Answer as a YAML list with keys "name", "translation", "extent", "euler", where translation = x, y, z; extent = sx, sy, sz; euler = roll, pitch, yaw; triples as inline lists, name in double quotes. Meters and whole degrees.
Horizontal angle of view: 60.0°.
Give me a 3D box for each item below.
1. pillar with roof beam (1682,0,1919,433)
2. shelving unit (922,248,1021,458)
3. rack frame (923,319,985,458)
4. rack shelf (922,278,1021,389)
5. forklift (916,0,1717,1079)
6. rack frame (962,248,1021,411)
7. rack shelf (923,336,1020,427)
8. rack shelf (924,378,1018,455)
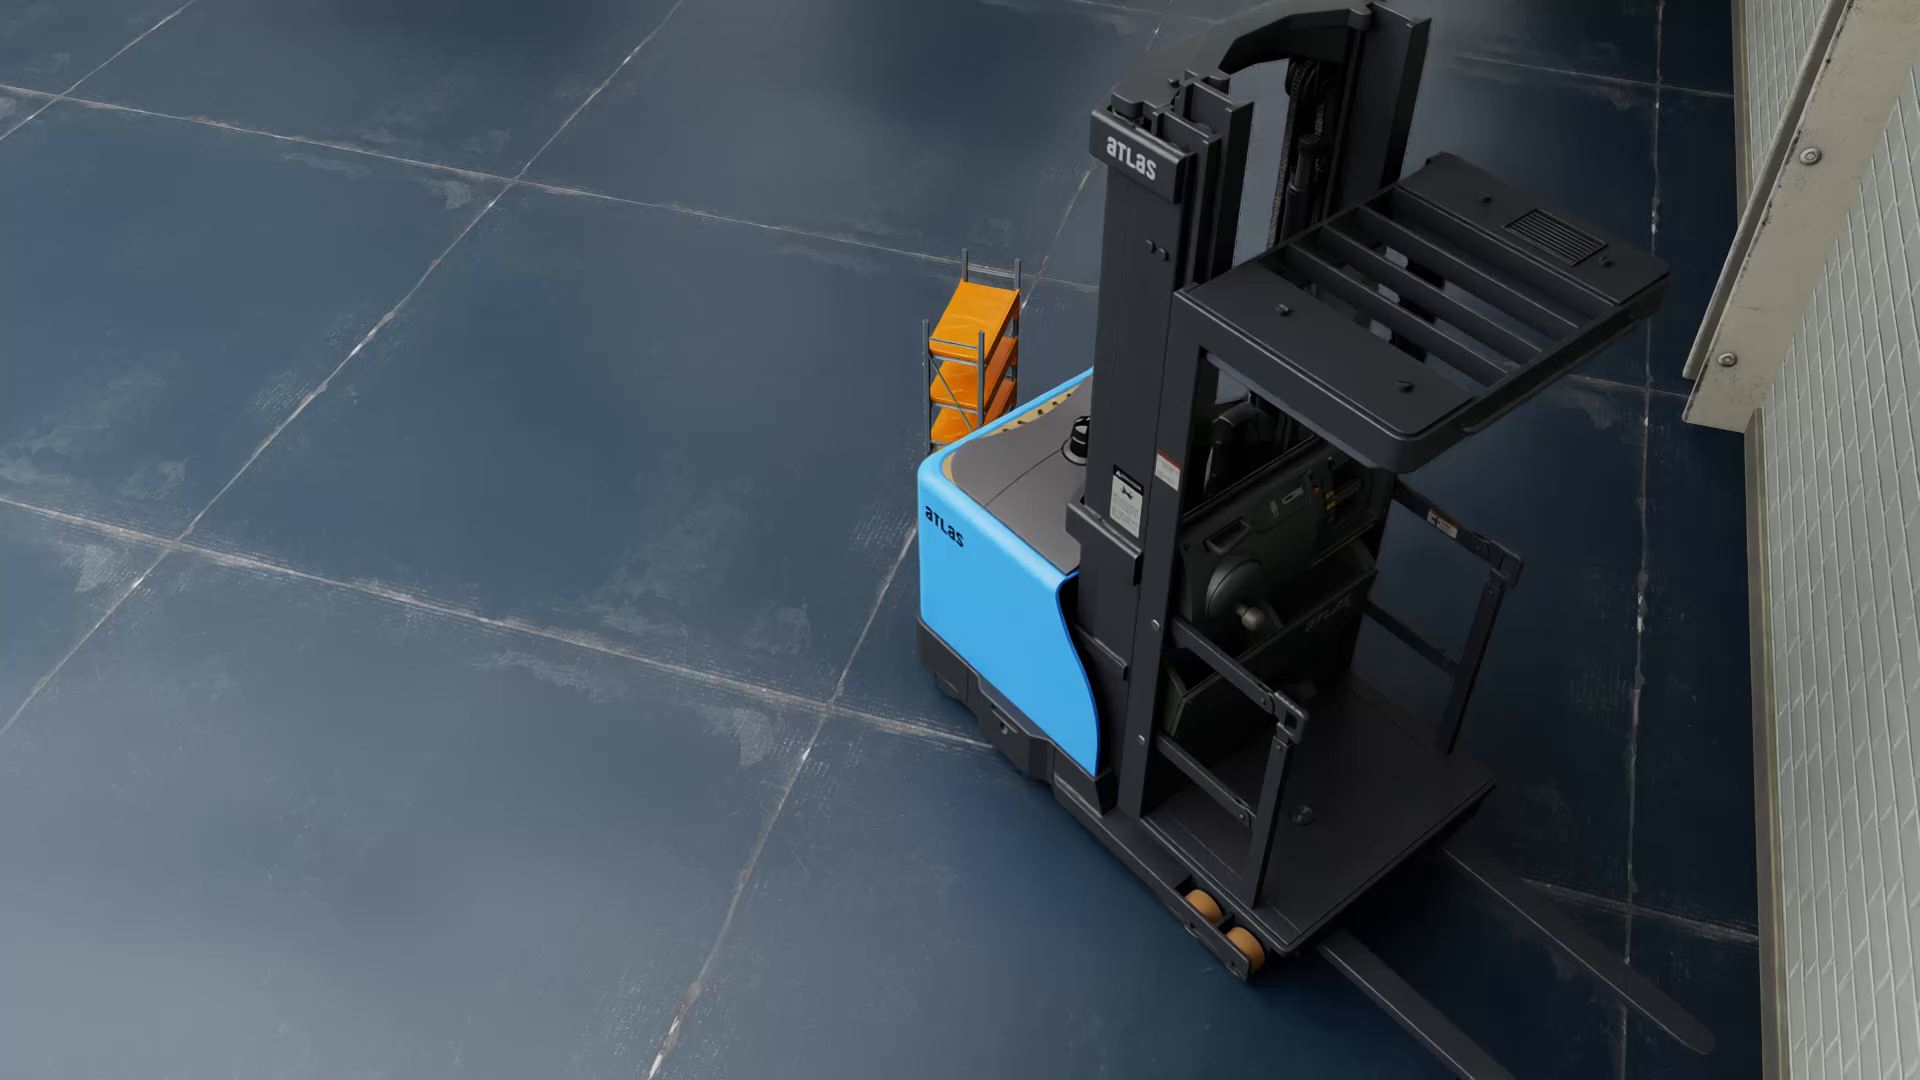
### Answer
- name: "pillar with roof beam"
  translation: [-0.545, -4.778, 5.598]
  extent: [9.100, 9.000, 0.400]
  euler: [13, 46, 13]
- name: "shelving unit"
  translation: [0.050, -0.539, 6.842]
  extent: [0.258, 1.200, 0.503]
  euler: [13, 46, 13]
- name: "rack frame"
  translation: [-0.024, -0.377, 6.676]
  extent: [0.240, 1.200, 0.015]
  euler: [13, 46, 13]
- name: "rack shelf"
  translation: [0.050, -0.820, 6.567]
  extent: [0.258, 0.148, 0.480]
  euler: [13, 46, 13]
- name: "forklift"
  translation: [1.156, 0.027, 5.026]
  extent: [1.130, 2.935, 3.031]
  euler: [-30, 52, -27]
- name: "rack frame"
  translation: [0.124, -0.702, 7.008]
  extent: [0.240, 1.200, 0.015]
  euler: [13, 46, 13]
- name: "rack shelf"
  translation: [0.050, -0.651, 6.733]
  extent: [0.258, 0.148, 0.480]
  euler: [13, 46, 13]
- name: "rack shelf"
  translation: [0.050, -0.491, 6.889]
  extent: [0.258, 0.148, 0.480]
  euler: [13, 46, 13]
